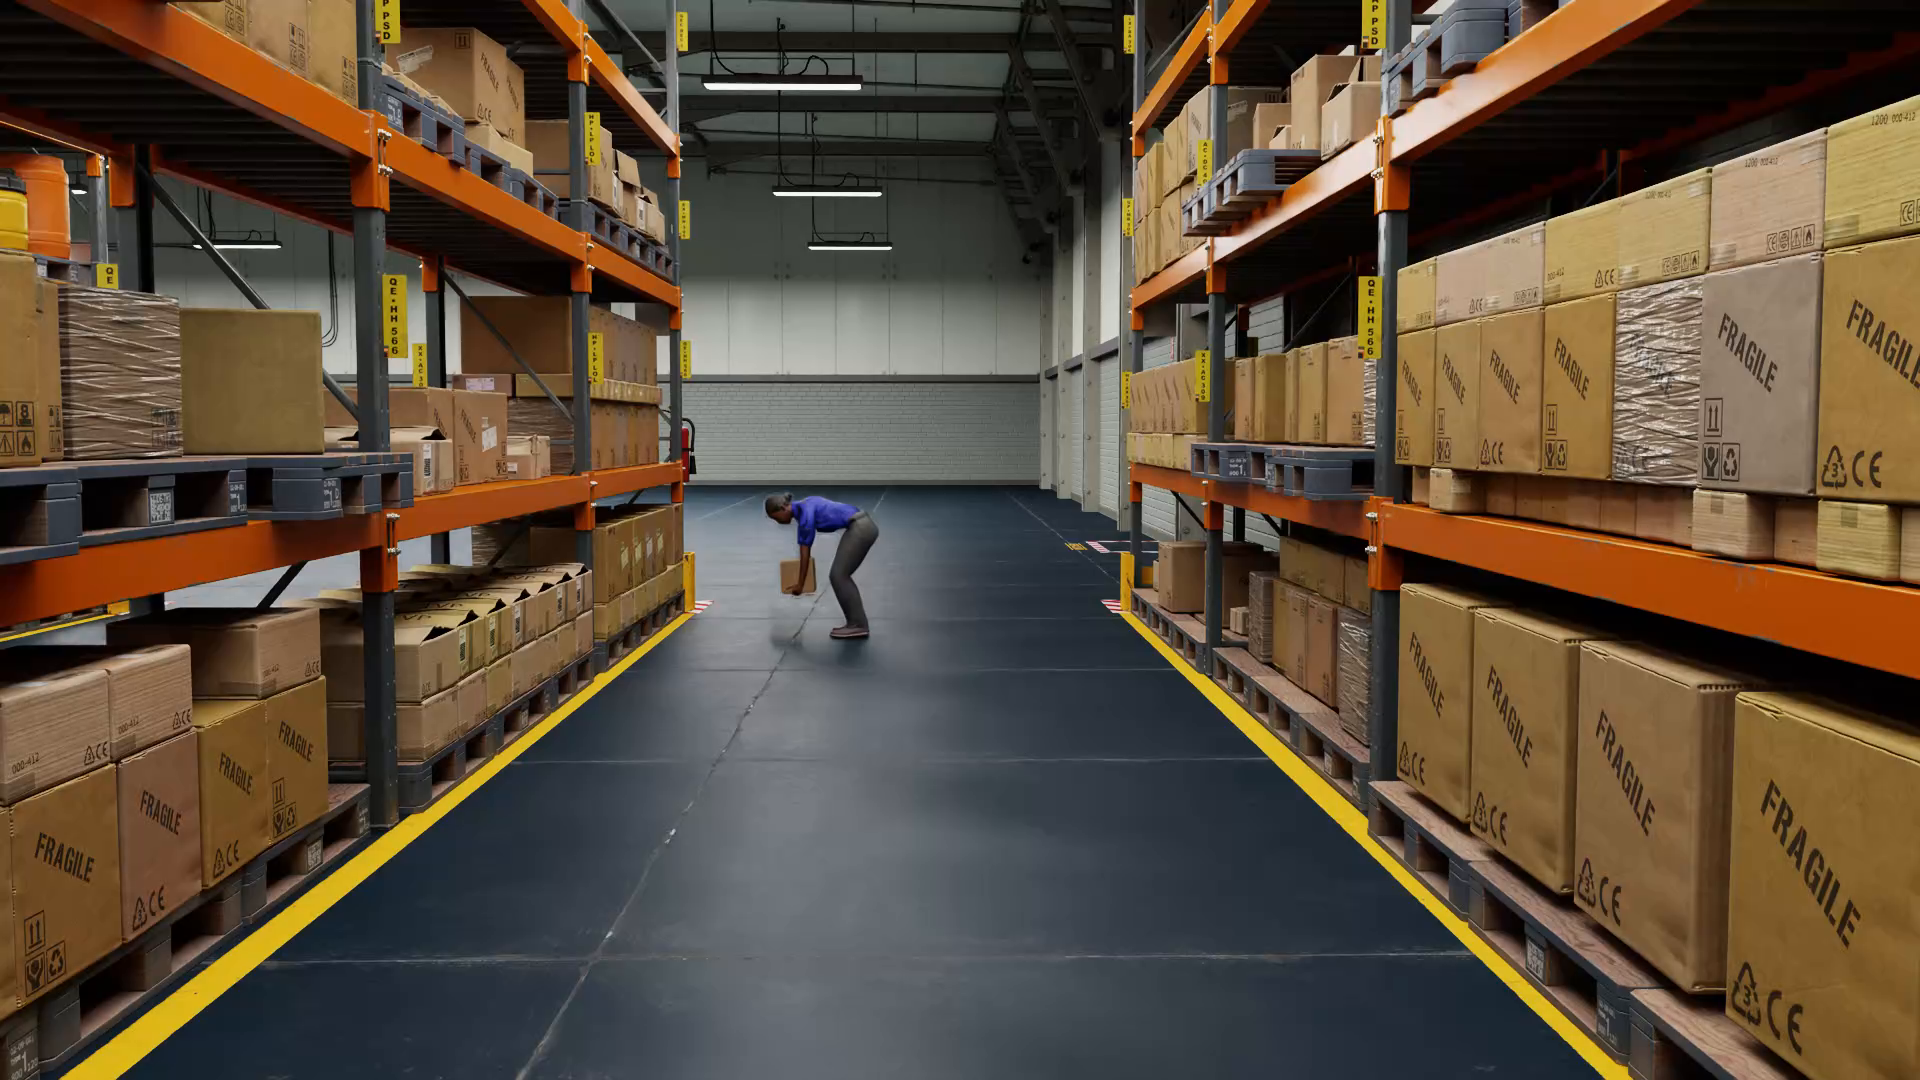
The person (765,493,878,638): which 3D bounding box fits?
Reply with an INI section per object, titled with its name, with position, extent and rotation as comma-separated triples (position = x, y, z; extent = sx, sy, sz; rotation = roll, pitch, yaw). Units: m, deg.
[person]
position = -1.062, 0.190, 12.811
extent = 0.867, 1.112, 0.420
rotation = 0, 4, -3
